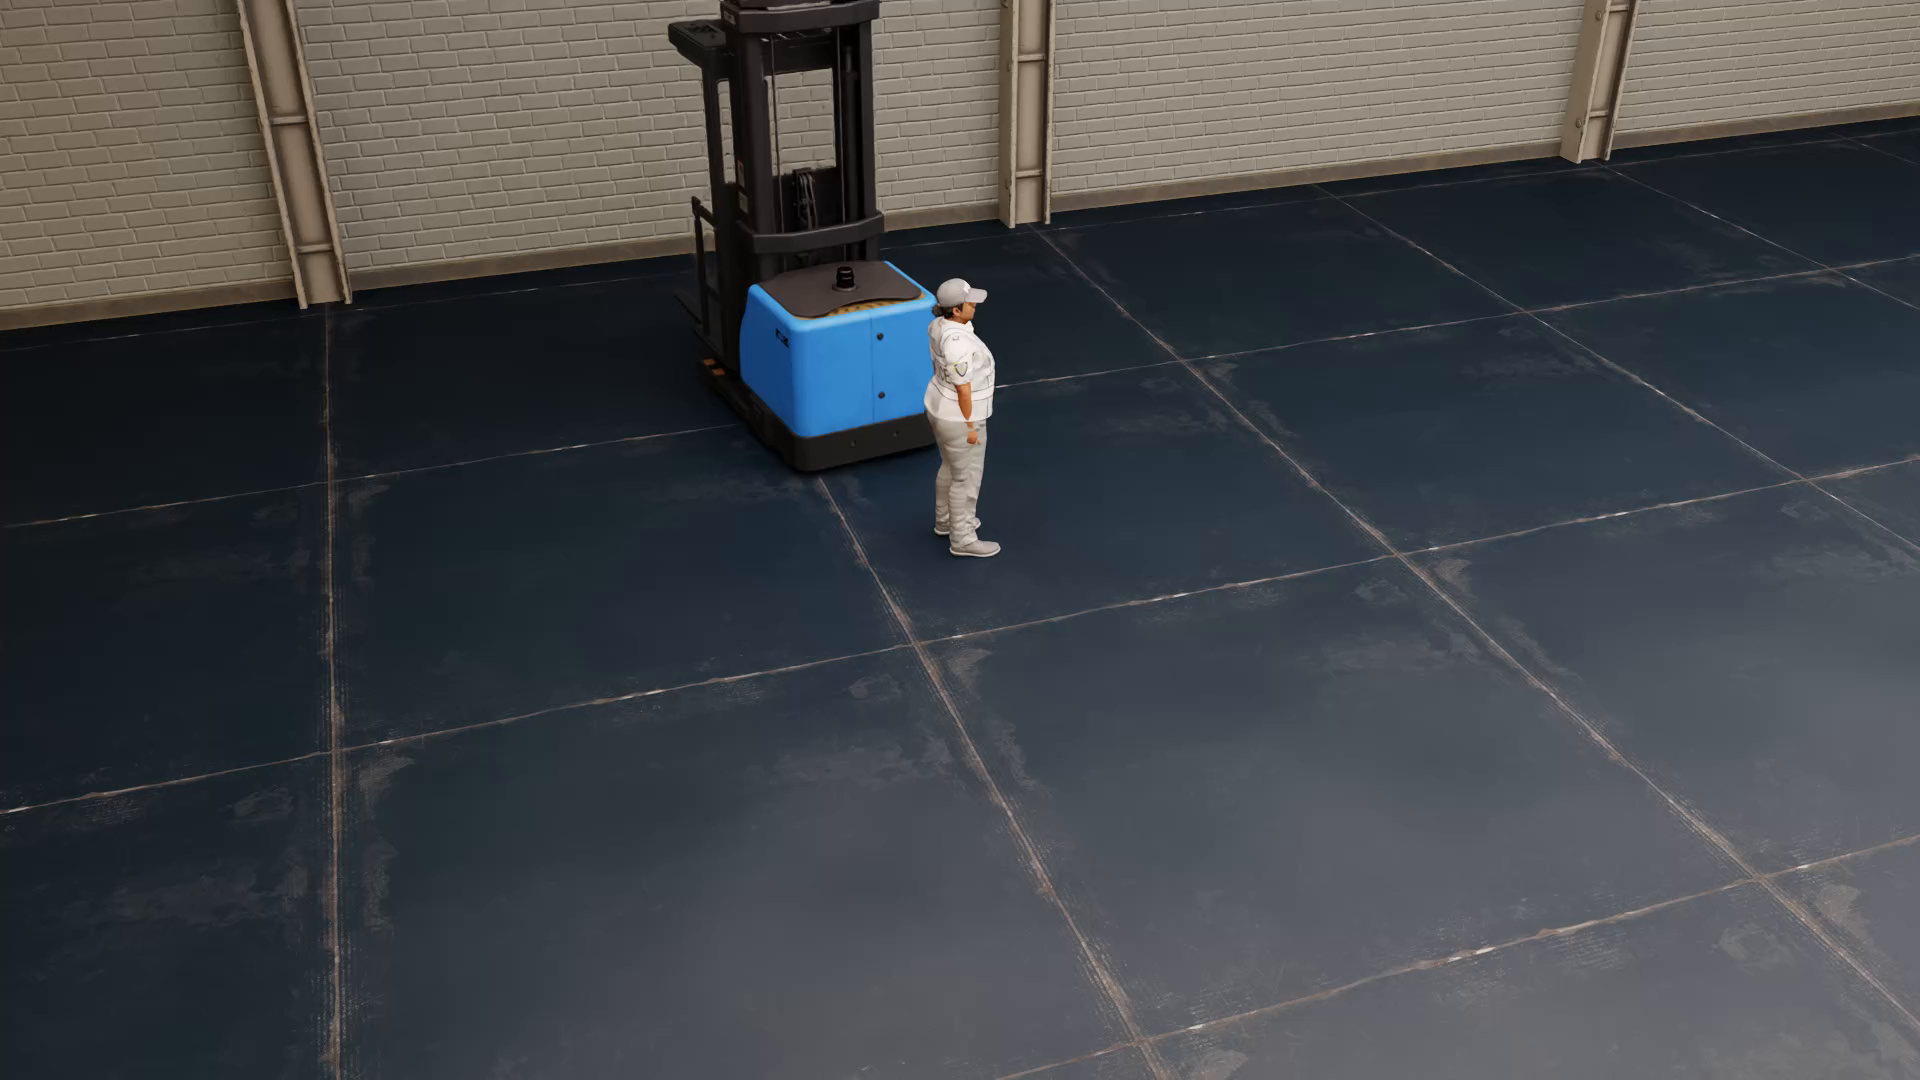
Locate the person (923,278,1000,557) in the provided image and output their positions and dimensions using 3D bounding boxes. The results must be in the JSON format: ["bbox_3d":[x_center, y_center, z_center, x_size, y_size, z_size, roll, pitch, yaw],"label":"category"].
[{"bbox_3d":[0.003,-0.714,9.606,0.388,1.668,0.478,-10,31,-16],"label":"person"}]

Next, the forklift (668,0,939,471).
[{"bbox_3d":[-1.241,-2.419,11.291,1.130,2.935,3.031,-14,33,-23],"label":"forklift"}]
